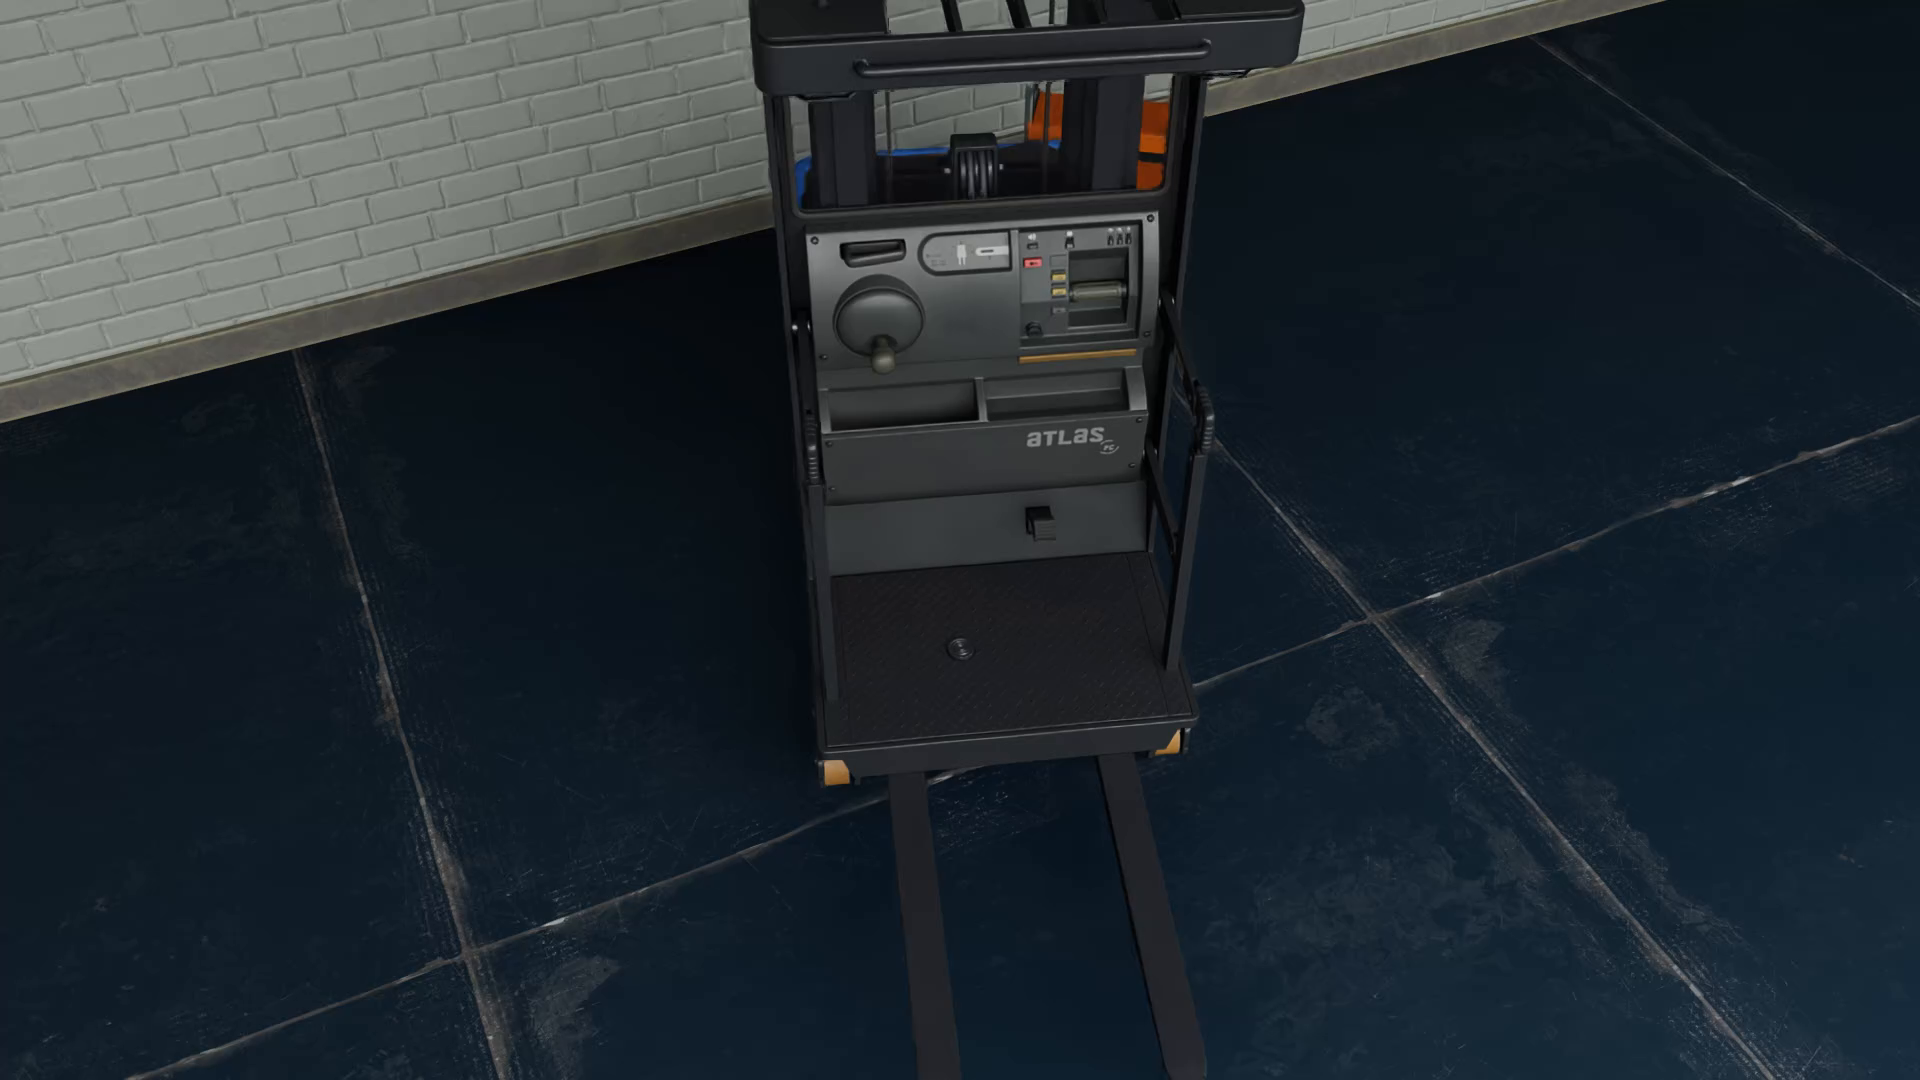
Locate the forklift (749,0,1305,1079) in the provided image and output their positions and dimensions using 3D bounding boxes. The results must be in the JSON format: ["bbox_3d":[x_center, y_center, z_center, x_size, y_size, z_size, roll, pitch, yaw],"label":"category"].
[{"bbox_3d":[0.092,-0.569,4.240,1.130,2.935,3.031,-5,45,-5],"label":"forklift"}]

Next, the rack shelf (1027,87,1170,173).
[{"bbox_3d":[0.487,-1.426,5.776,0.480,0.148,0.258,7,43,7],"label":"rack shelf"}]

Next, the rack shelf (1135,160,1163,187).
[{"bbox_3d":[0.486,-1.253,5.937,0.480,0.148,0.258,7,43,7],"label":"rack shelf"}]

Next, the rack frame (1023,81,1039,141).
[{"bbox_3d":[0.244,-1.168,6.074,0.015,1.200,0.240,7,43,7],"label":"rack frame"}]

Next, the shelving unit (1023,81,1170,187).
[{"bbox_3d":[0.485,-1.138,6.044,0.503,1.200,0.258,7,43,7],"label":"shelving unit"}]
